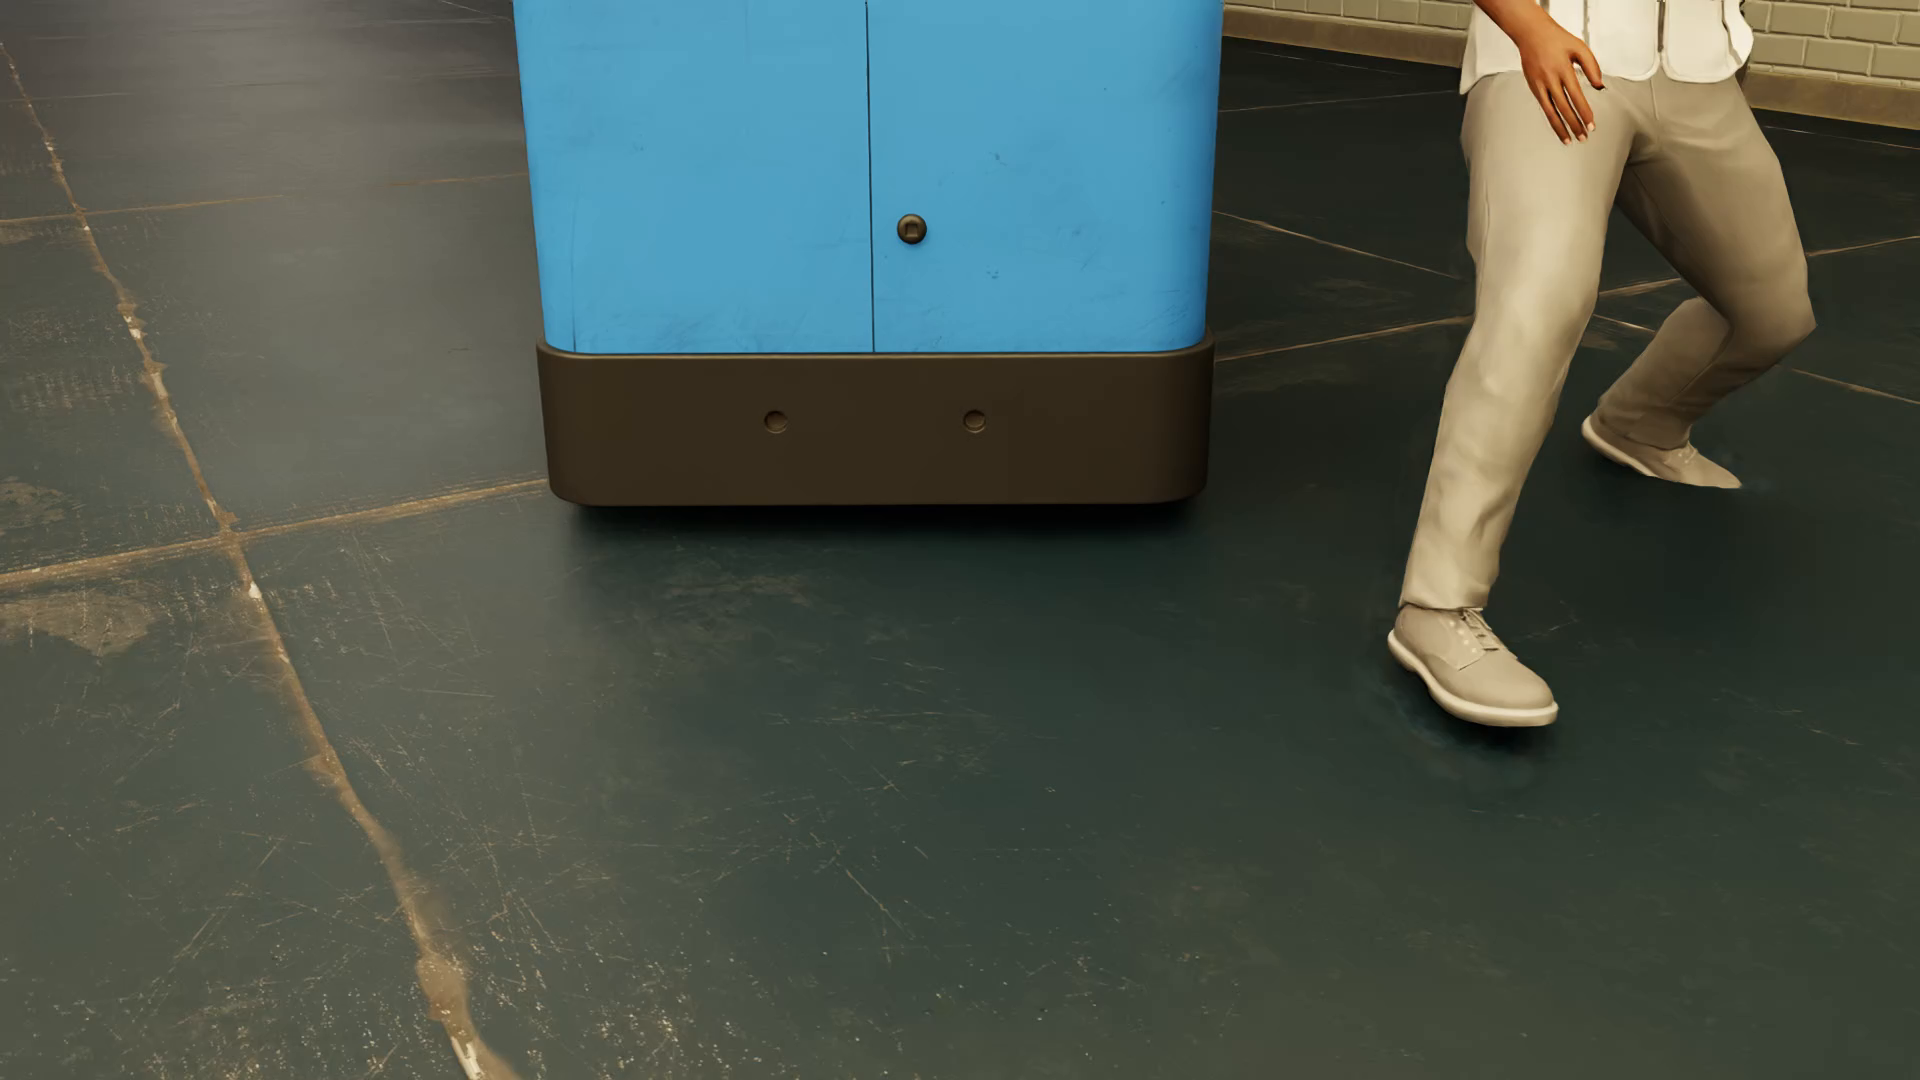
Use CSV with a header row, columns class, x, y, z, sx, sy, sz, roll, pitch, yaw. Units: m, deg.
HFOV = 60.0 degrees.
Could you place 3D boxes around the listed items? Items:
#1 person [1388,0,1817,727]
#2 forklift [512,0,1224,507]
class,x,y,z,sx,sy,sz,roll,pitch,yaw
person,0.967,-0.613,2.245,0.983,1.515,0.945,-6,23,-15
forklift,-0.147,-1.917,3.446,1.130,2.935,3.031,0,22,-1
